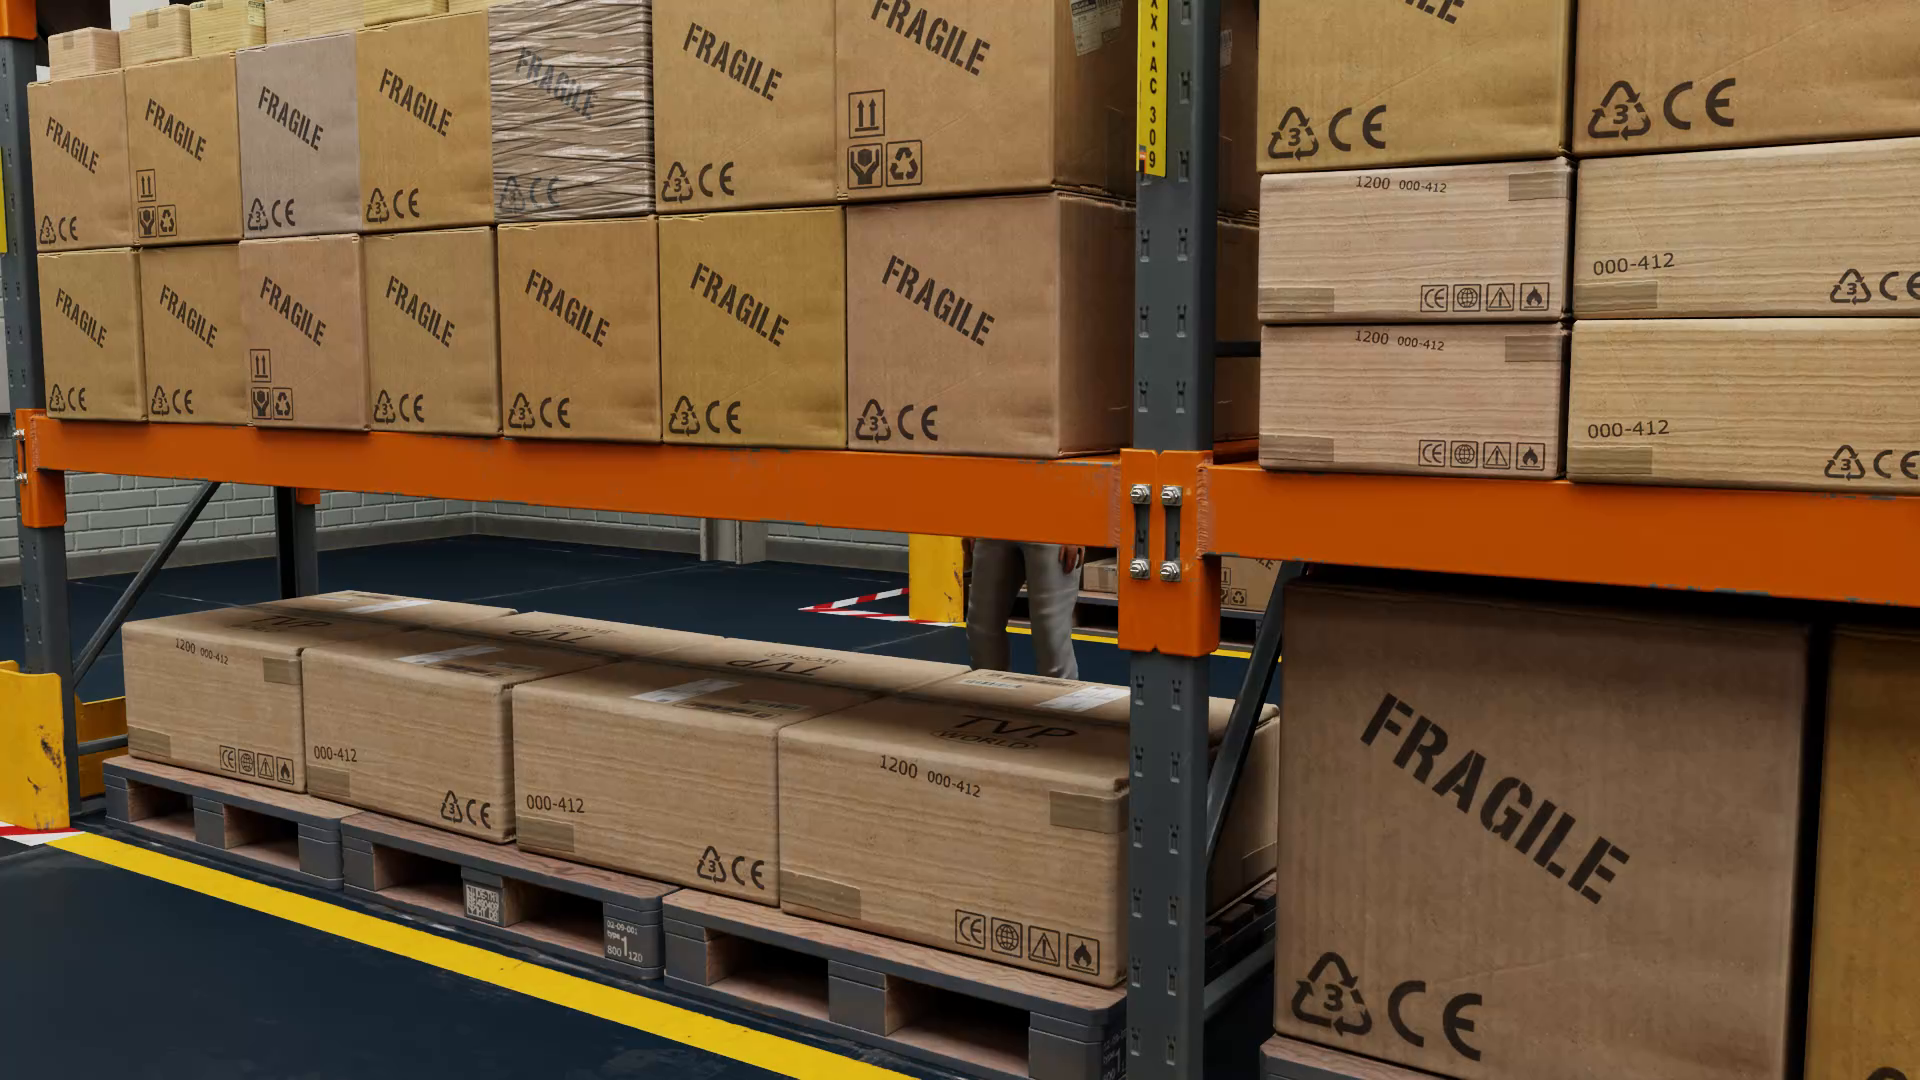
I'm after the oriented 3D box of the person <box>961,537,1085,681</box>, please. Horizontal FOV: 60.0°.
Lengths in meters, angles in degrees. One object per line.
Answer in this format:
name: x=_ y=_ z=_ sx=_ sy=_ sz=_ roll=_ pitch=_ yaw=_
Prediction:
person: x=0.232 y=-0.021 z=6.170 sx=0.538 sy=1.665 sz=0.465 roll=4 pitch=8 yaw=32
